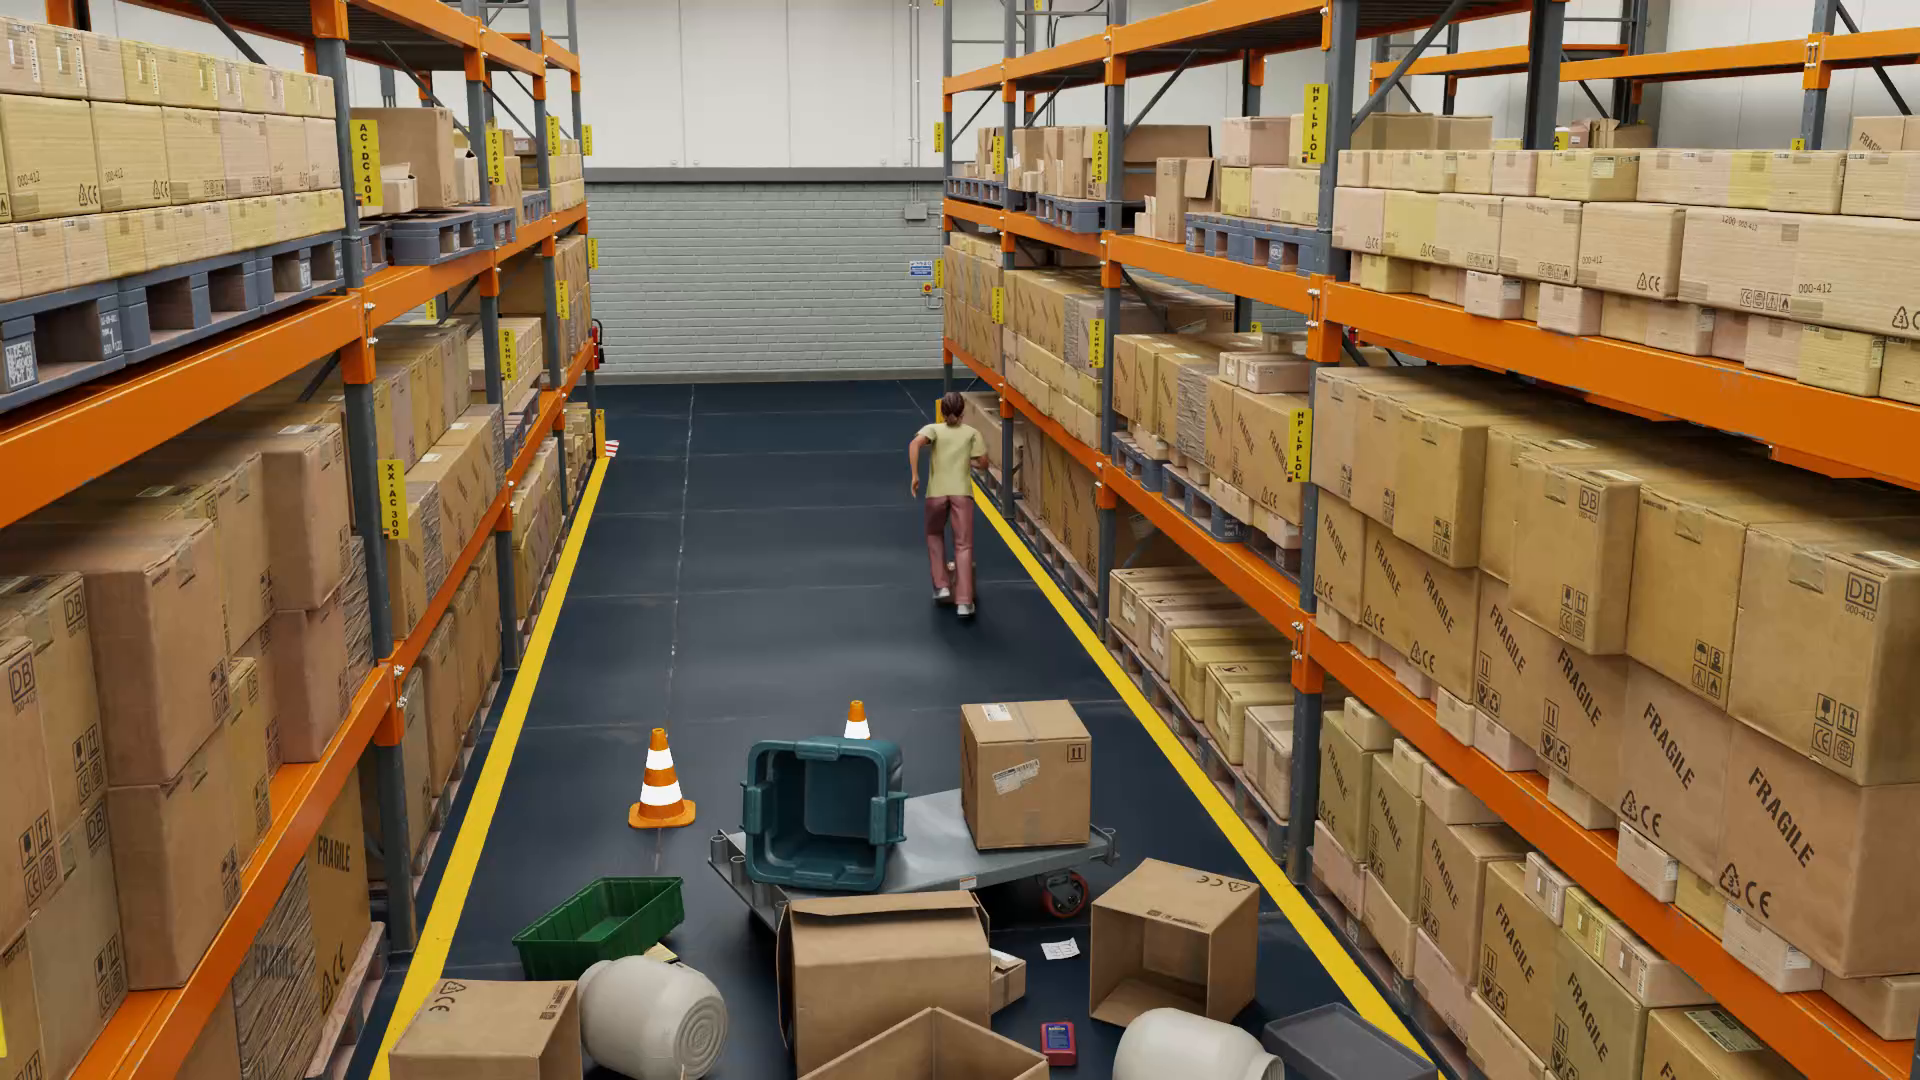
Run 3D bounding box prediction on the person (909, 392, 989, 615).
[{"bbox_3d":[-0.077,-0.280,12.308,0.572,1.588,0.901,1,13,4],"label":"person"}]
